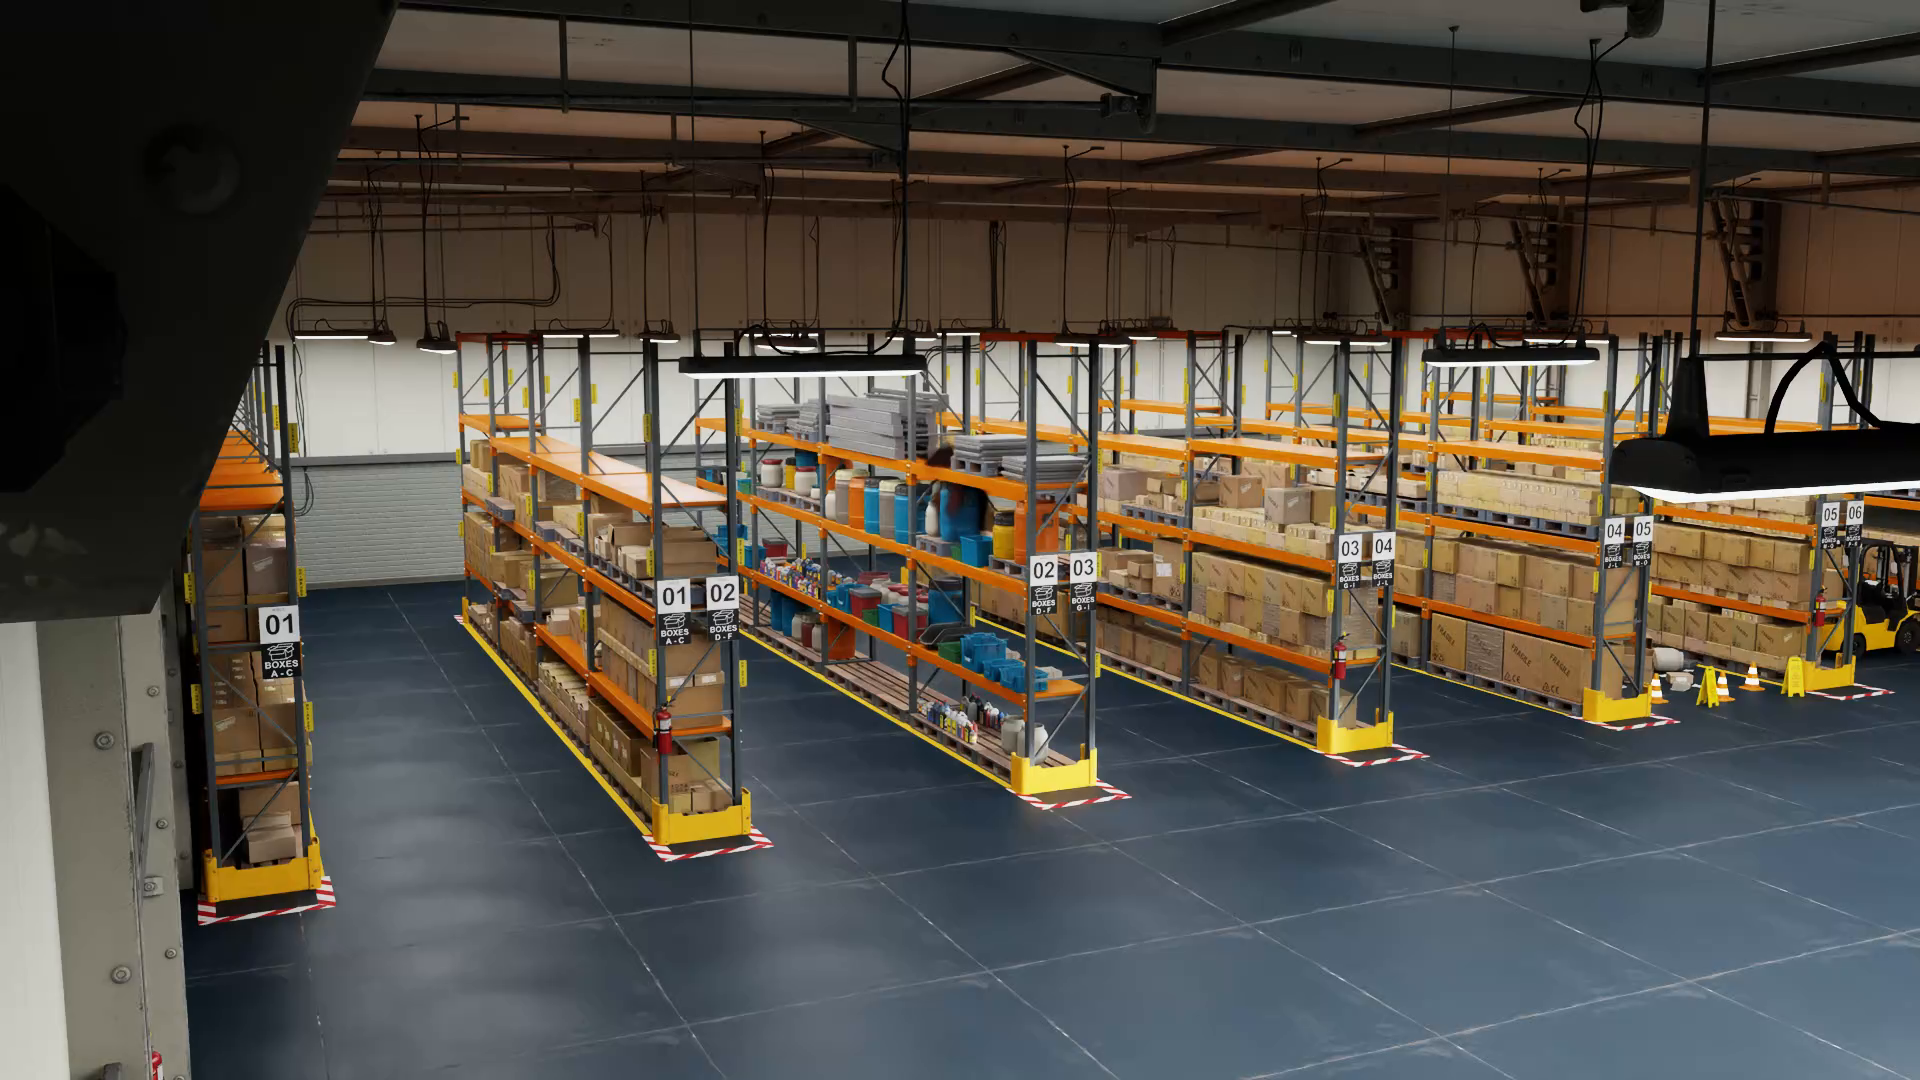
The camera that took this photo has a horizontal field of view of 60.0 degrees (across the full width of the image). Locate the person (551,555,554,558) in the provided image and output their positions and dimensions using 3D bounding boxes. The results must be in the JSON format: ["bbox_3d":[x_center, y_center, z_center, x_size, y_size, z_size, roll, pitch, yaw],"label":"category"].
[{"bbox_3d":[-8.539,0.672,35.629,1.071,1.714,0.626,5,9,33],"label":"person"}]
